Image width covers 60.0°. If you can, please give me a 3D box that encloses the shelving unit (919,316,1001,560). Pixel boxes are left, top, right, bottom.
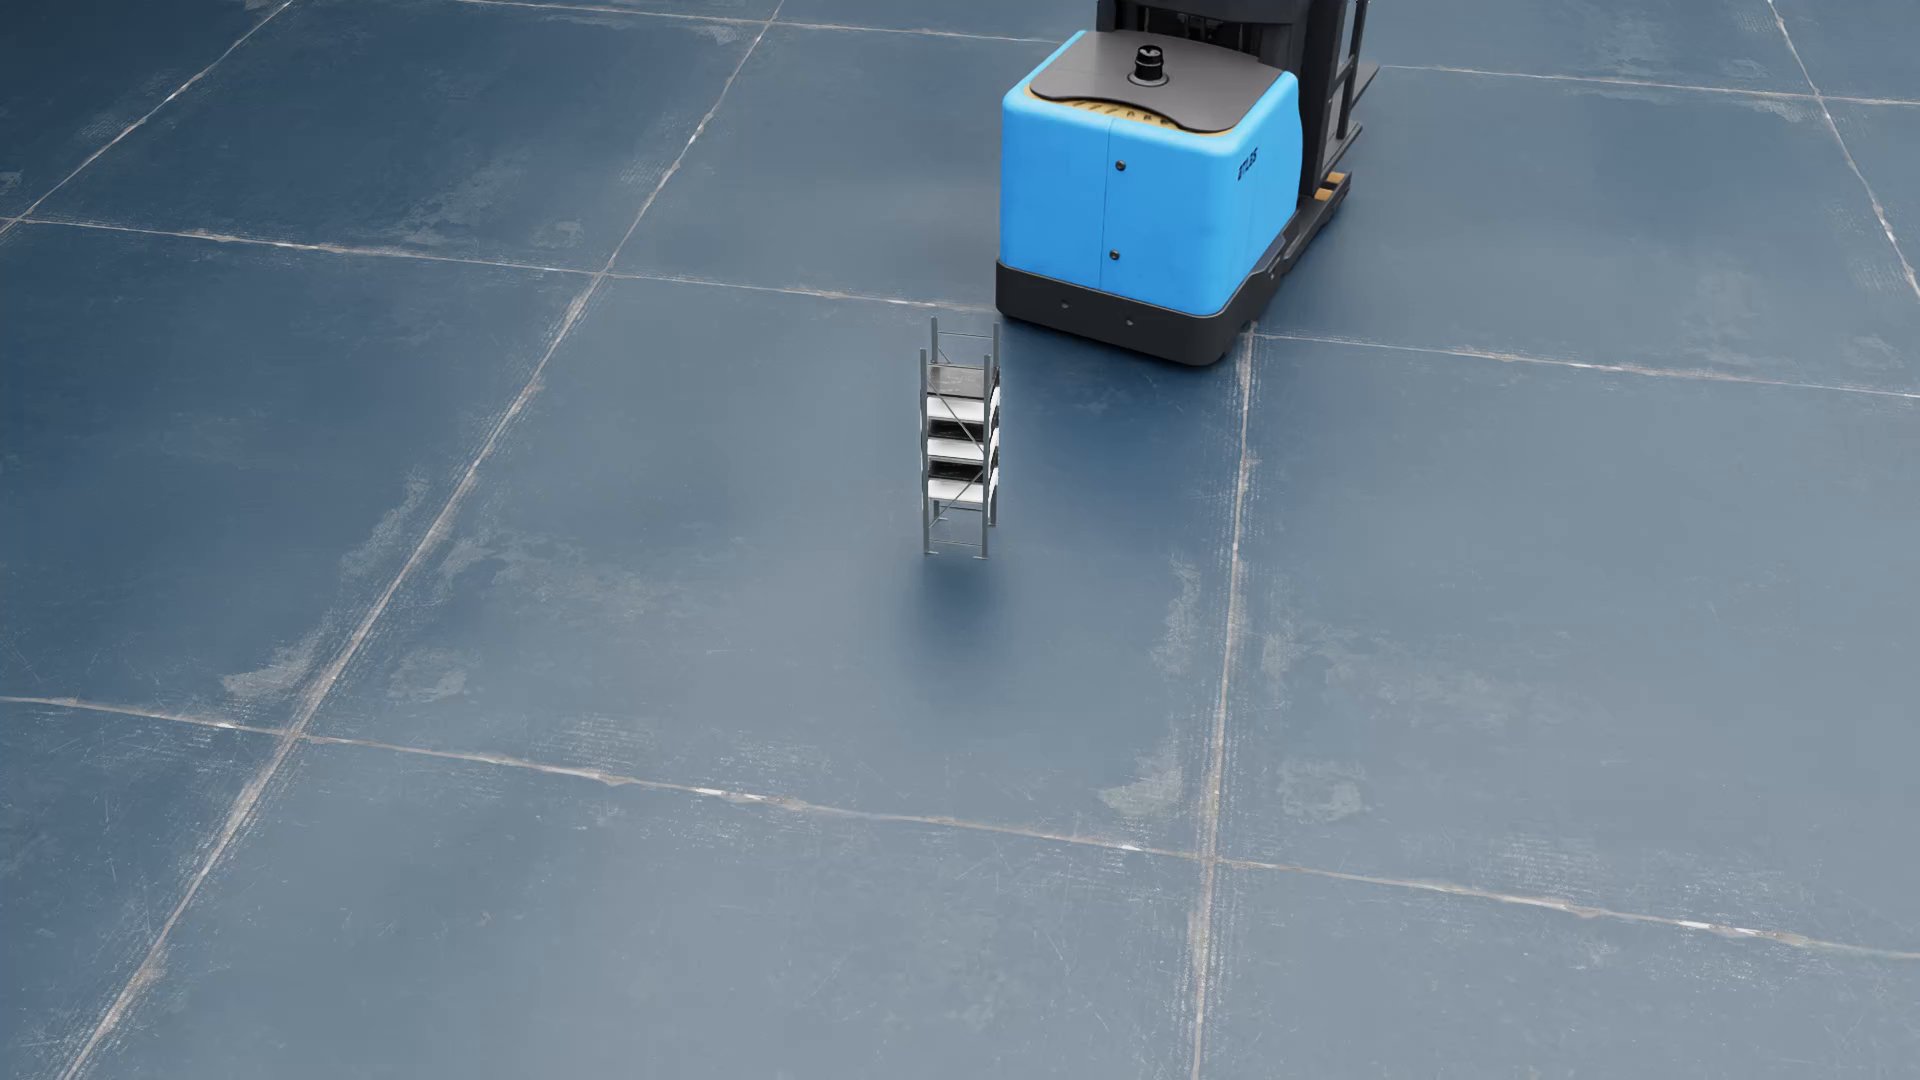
[{"bbox_3d":[0.001,-0.352,5.969,0.258,0.900,0.210,6,40,8],"label":"shelving unit"}]

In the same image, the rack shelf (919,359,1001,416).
[{"bbox_3d":[0.001,-0.534,5.819,0.258,0.077,0.200,6,40,8],"label":"rack shelf"}]

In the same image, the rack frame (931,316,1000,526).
[{"bbox_3d":[0.019,-0.416,6.047,0.240,0.900,0.006,6,40,8],"label":"rack frame"}]

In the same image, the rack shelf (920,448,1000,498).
[{"bbox_3d":[0.001,-0.257,6.048,0.258,0.077,0.200,6,40,8],"label":"rack shelf"}]

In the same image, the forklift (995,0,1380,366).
[{"bbox_3d":[1.284,-2.796,7.332,1.130,2.935,3.031,18,43,21],"label":"forklift"}]

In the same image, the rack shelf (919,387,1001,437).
[{"bbox_3d":[0.001,-0.465,5.876,0.258,0.077,0.200,6,40,8],"label":"rack shelf"}]

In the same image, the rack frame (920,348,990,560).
[{"bbox_3d":[-0.016,-0.288,5.892,0.240,0.900,0.006,6,40,8],"label":"rack frame"}]

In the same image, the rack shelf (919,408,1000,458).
[{"bbox_3d":[0.001,-0.396,5.933,0.258,0.077,0.200,6,40,8],"label":"rack shelf"}]

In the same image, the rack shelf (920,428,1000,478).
[{"bbox_3d":[0.001,-0.326,5.991,0.258,0.077,0.200,6,40,8],"label":"rack shelf"}]

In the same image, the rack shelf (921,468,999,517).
[{"bbox_3d":[0.001,-0.187,6.105,0.258,0.077,0.200,6,40,8],"label":"rack shelf"}]
